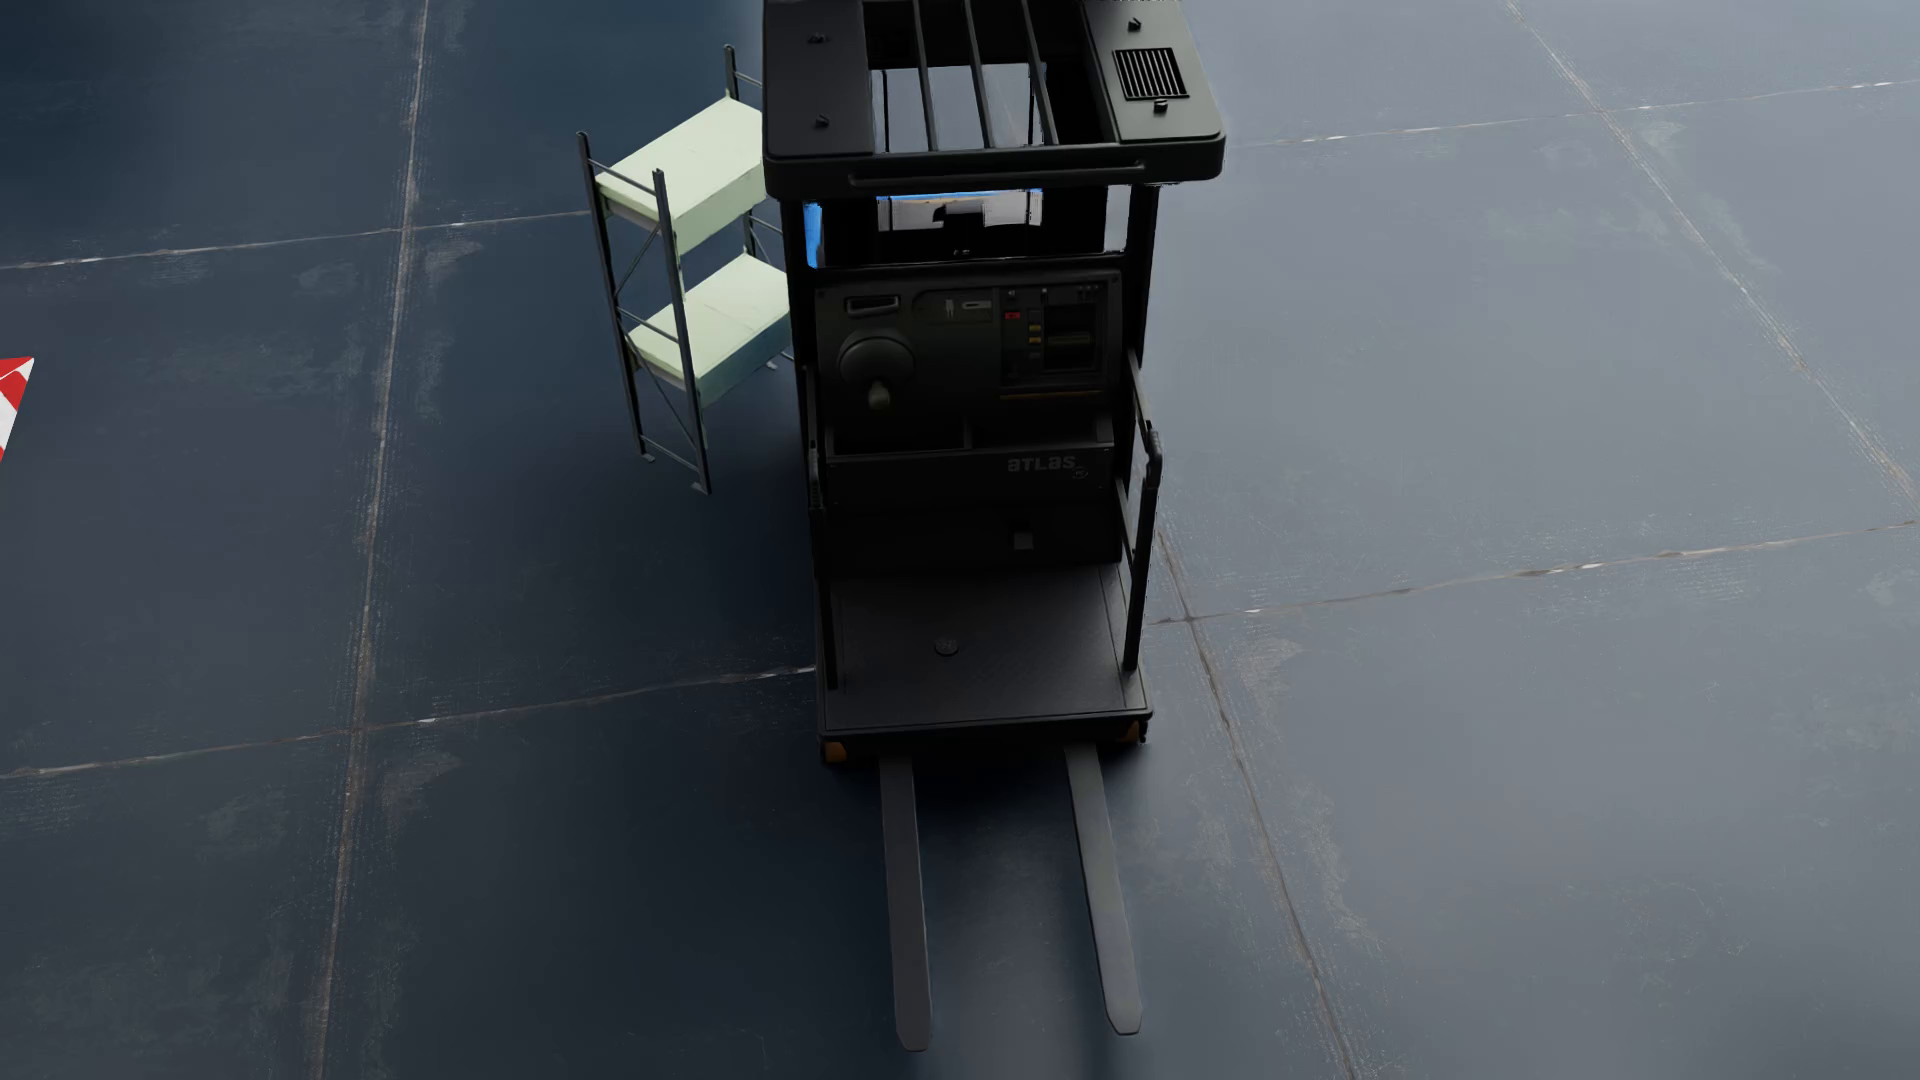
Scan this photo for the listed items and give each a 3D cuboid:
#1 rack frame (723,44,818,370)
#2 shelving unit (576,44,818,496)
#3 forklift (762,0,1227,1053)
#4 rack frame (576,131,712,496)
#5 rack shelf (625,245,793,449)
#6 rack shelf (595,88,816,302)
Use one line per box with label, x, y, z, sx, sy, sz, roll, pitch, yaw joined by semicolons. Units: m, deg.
rack frame;-0.704;-1.207;6.555;0.400;1.500;0.023;29;53;25
shelving unit;-0.928;-0.999;6.354;0.431;1.500;0.755;29;53;25
forklift;0.050;-0.515;4.895;1.130;2.935;3.031;-4;46;-3
rack frame;-1.152;-0.790;6.154;0.400;1.500;0.023;29;53;25
rack shelf;-0.928;-0.772;6.589;0.431;0.370;0.720;29;53;25
rack shelf;-0.928;-1.269;6.073;0.431;0.370;0.720;29;53;25
